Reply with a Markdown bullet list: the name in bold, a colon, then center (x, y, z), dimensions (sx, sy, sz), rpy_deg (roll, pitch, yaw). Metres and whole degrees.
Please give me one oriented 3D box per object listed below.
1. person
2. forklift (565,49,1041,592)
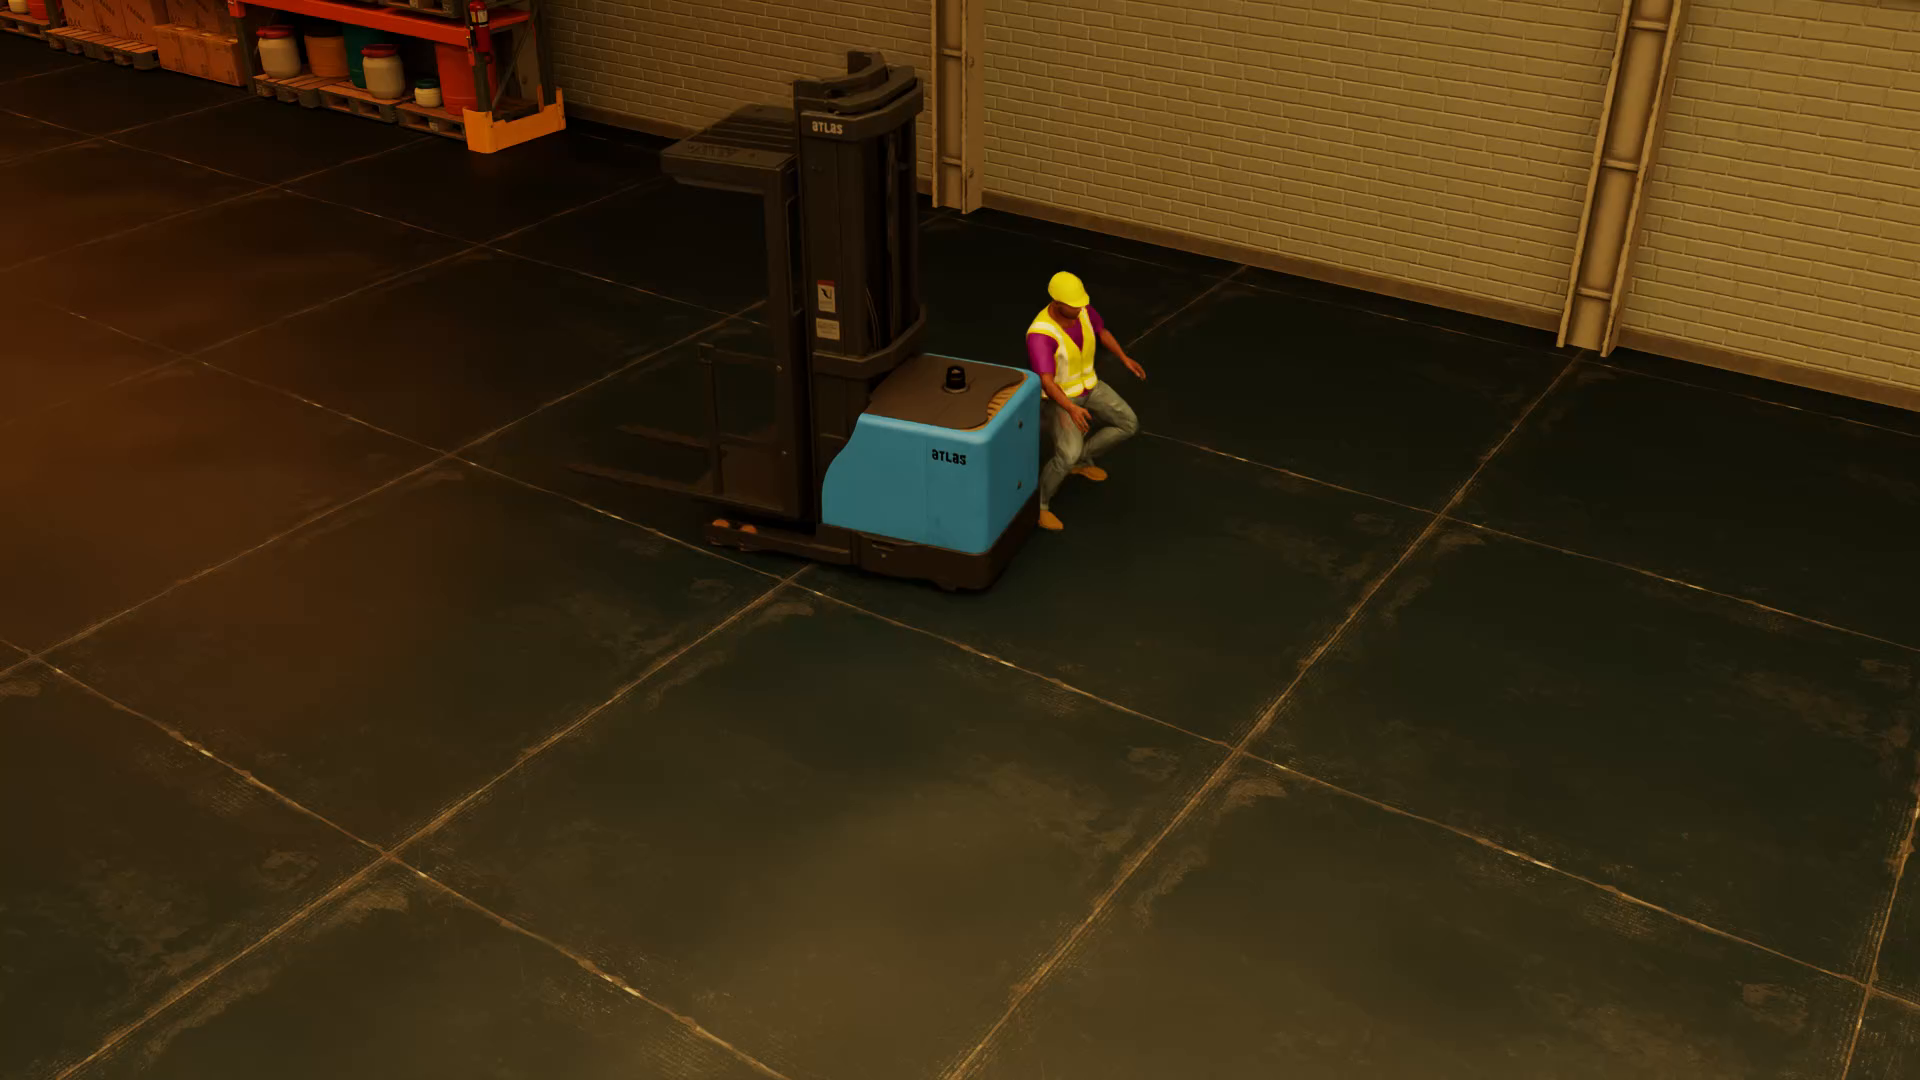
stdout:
- **person**: center (0.809, -0.926, 10.521), dimensions (0.861, 1.603, 0.736), rpy_deg (-26, 39, -37)
- **forklift**: center (-1.060, -1.425, 10.034), dimensions (3.031, 2.935, 1.130), rpy_deg (11, 32, 19)
